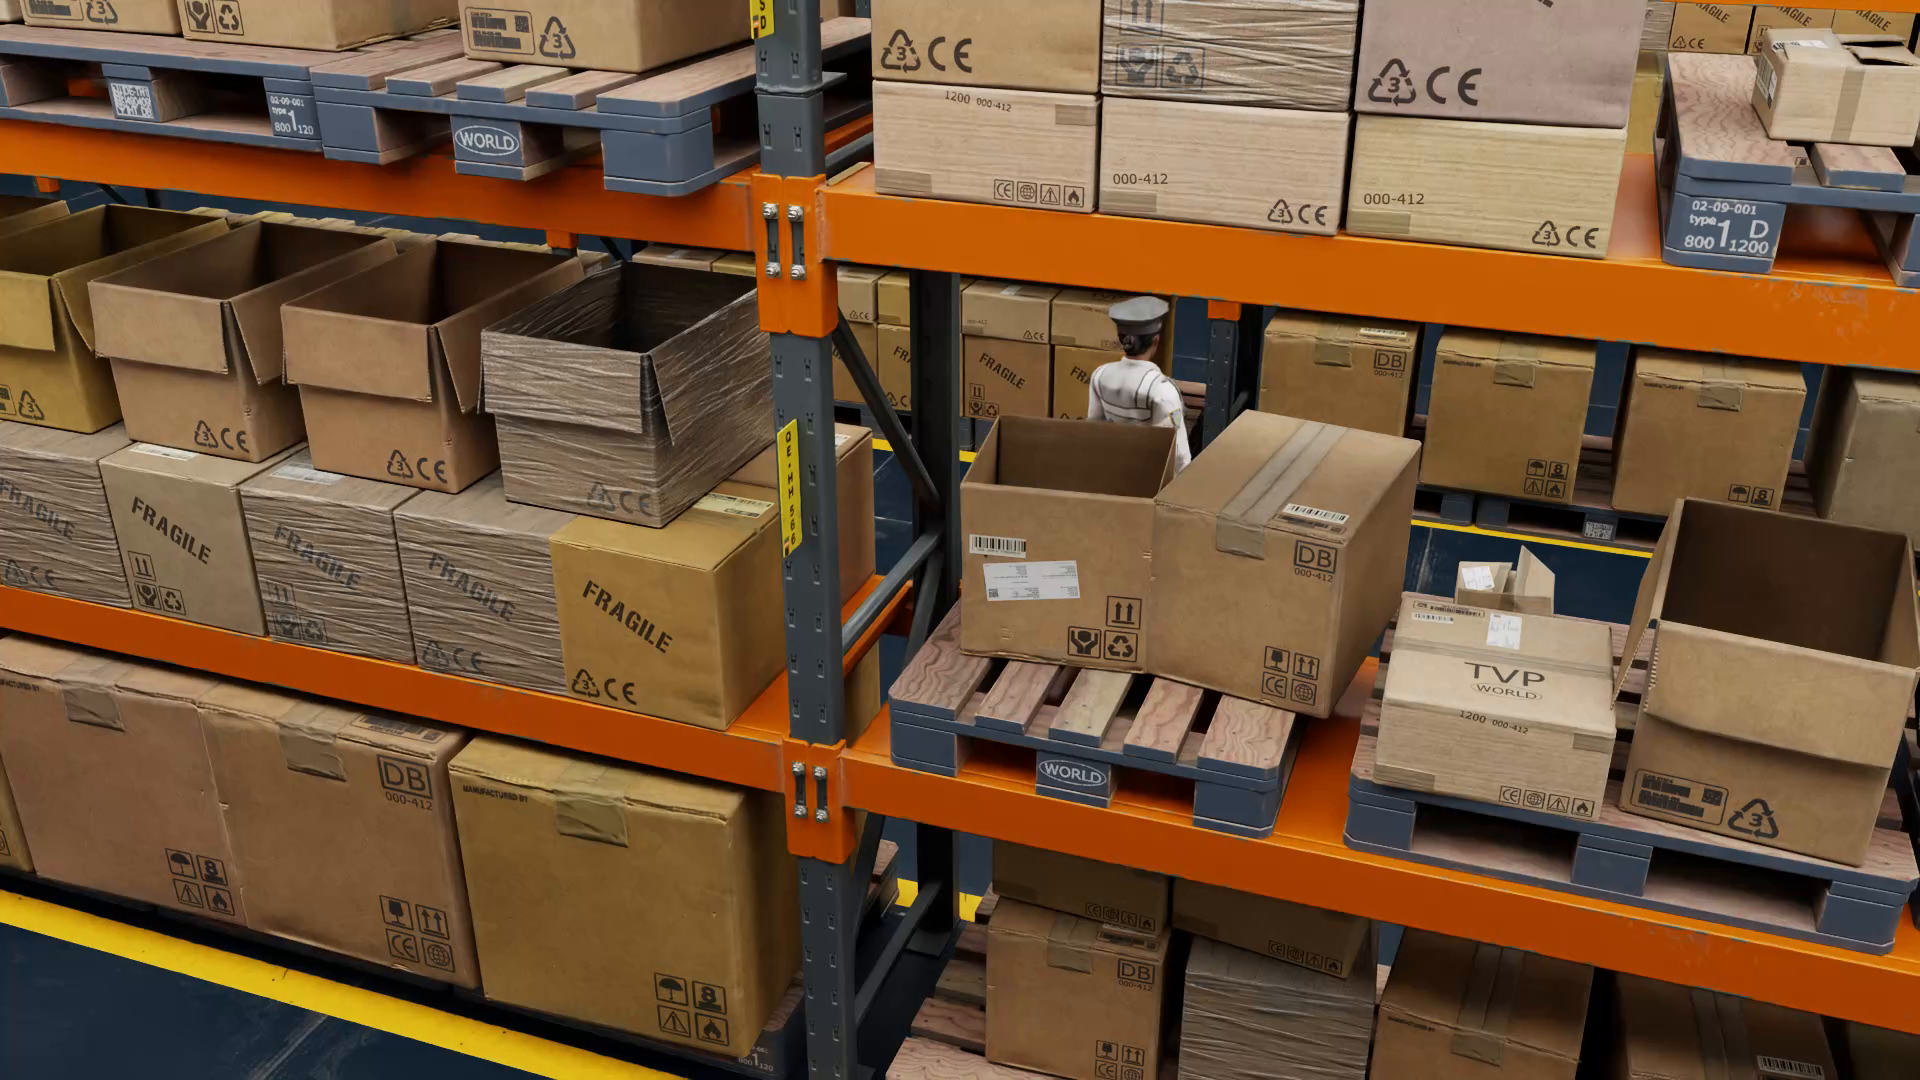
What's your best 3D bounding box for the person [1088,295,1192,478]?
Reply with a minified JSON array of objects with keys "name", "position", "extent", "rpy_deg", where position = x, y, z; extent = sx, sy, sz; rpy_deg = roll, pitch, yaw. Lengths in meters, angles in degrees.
[{"name":"person","position":[0.721,-0.178,6.968],"extent":[0.824,1.643,0.542],"rpy_deg":[-17,31,-31]}]
